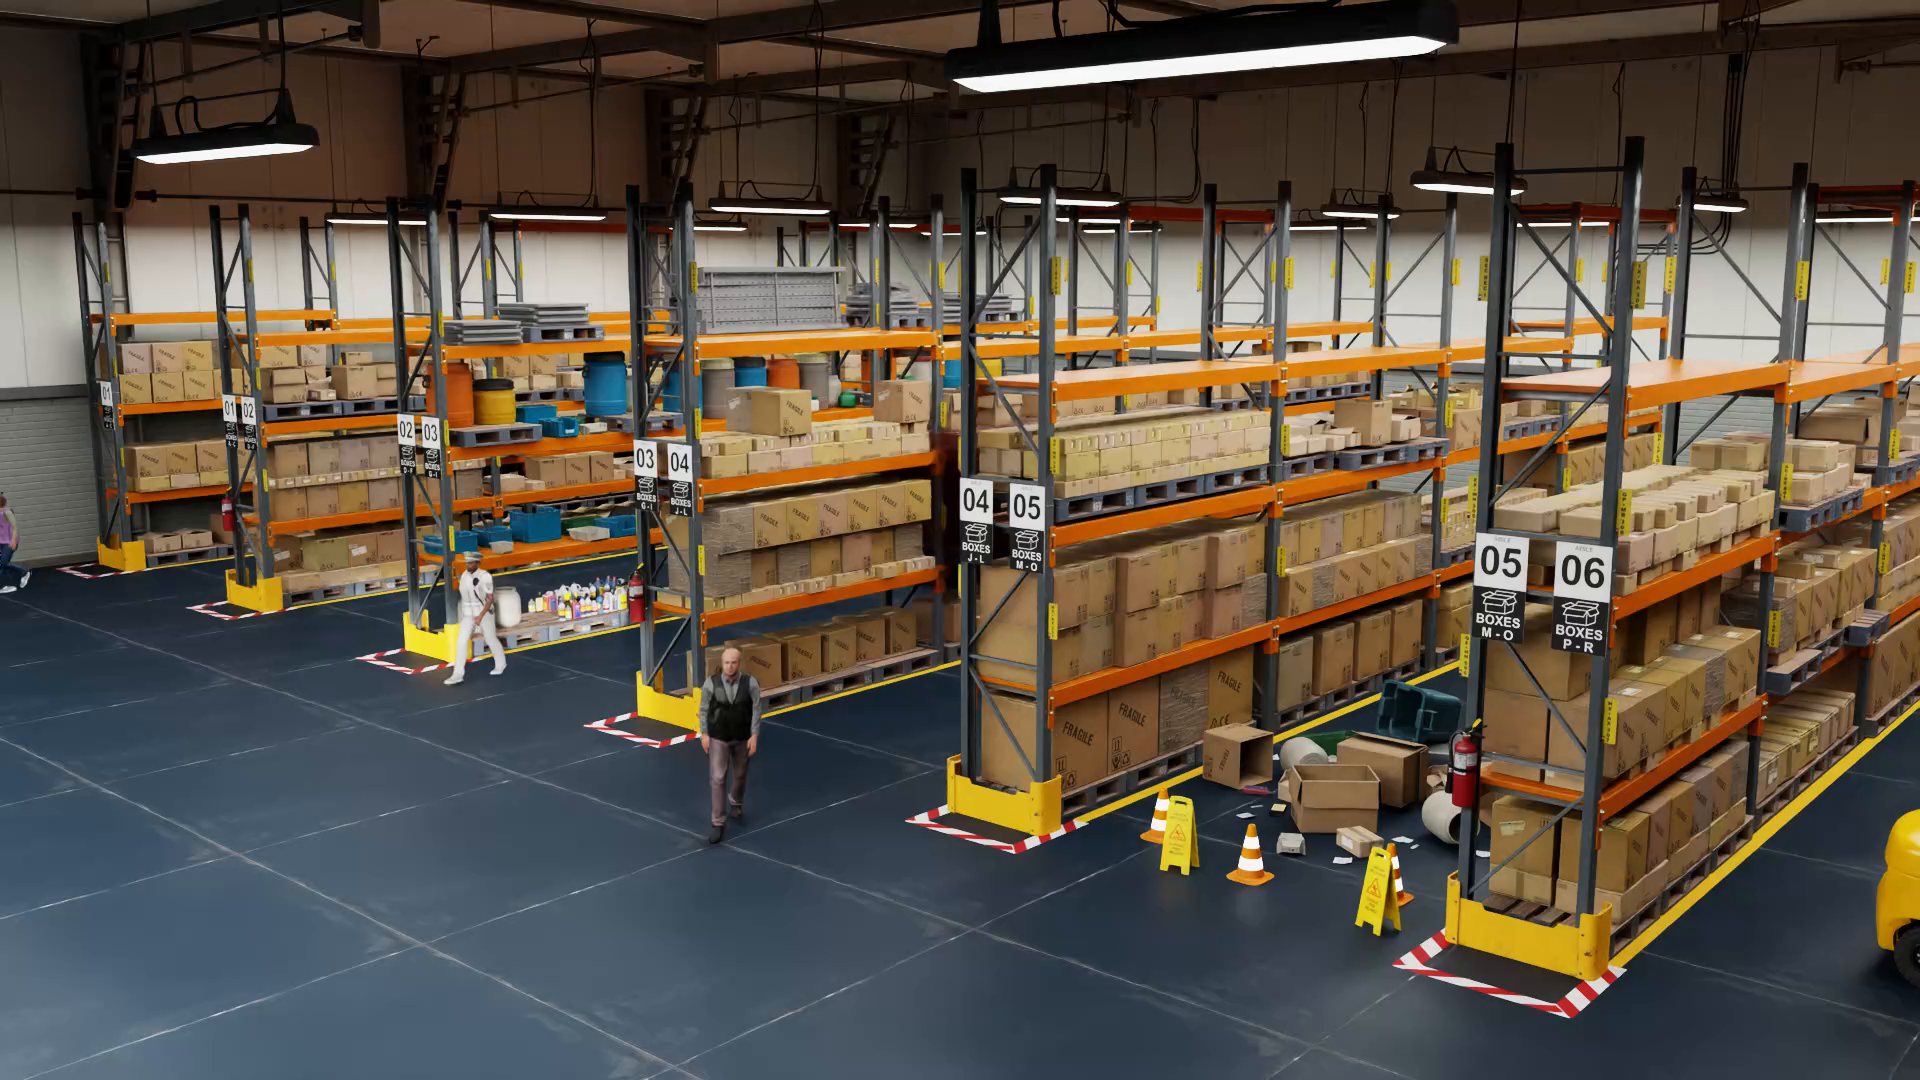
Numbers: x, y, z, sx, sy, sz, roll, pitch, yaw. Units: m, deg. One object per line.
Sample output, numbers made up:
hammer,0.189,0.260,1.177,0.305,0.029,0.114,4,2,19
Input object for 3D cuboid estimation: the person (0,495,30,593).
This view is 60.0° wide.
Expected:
person,-15.030,0.046,26.317,0.501,1.582,0.475,6,11,34

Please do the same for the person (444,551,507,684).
person,-6.029,0.927,20.677,0.538,1.635,0.969,2,10,14

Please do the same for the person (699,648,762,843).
person,-2.090,1.811,15.186,0.566,1.673,0.940,-3,10,-16
